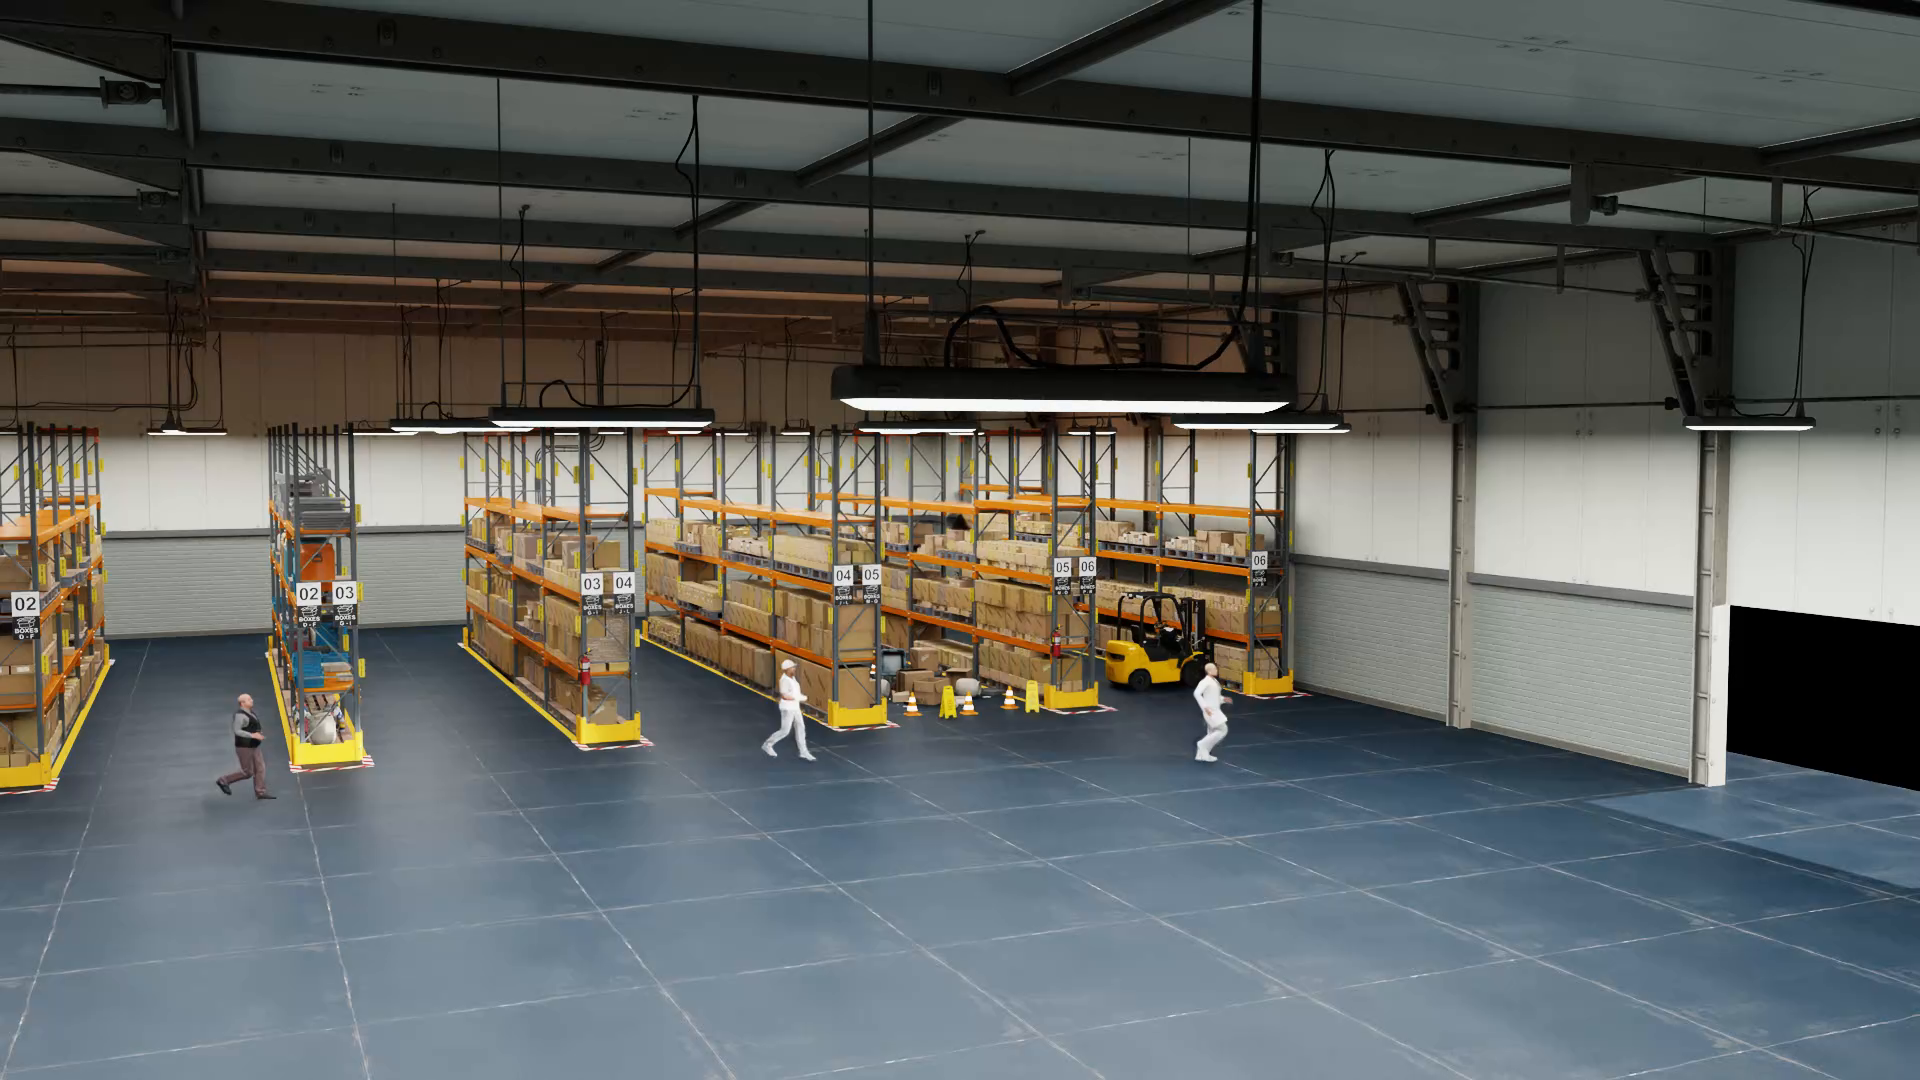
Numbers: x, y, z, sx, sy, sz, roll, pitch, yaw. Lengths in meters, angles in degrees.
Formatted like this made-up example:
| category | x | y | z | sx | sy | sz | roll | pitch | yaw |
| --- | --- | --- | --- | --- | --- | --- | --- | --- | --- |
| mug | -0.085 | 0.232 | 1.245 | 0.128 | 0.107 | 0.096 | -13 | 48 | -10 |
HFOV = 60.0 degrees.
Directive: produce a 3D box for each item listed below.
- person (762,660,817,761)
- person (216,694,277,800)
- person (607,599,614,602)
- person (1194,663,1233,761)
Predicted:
| category | x | y | z | sx | sy | sz | roll | pitch | yaw |
| --- | --- | --- | --- | --- | --- | --- | --- | --- | --- |
| person | -3.034 | 3.020 | 29.471 | 0.976 | 1.801 | 0.674 | 1 | 4 | 10 |
| person | -11.233 | 3.269 | 26.171 | 0.891 | 1.704 | 0.663 | 0 | 3 | -4 |
| person | -9.584 | 2.071 | 45.788 | 0.689 | 1.736 | 0.565 | -1 | 4 | -22 |
| person | 4.493 | 3.049 | 29.388 | 0.657 | 1.738 | 0.694 | 1 | 4 | 17 |
